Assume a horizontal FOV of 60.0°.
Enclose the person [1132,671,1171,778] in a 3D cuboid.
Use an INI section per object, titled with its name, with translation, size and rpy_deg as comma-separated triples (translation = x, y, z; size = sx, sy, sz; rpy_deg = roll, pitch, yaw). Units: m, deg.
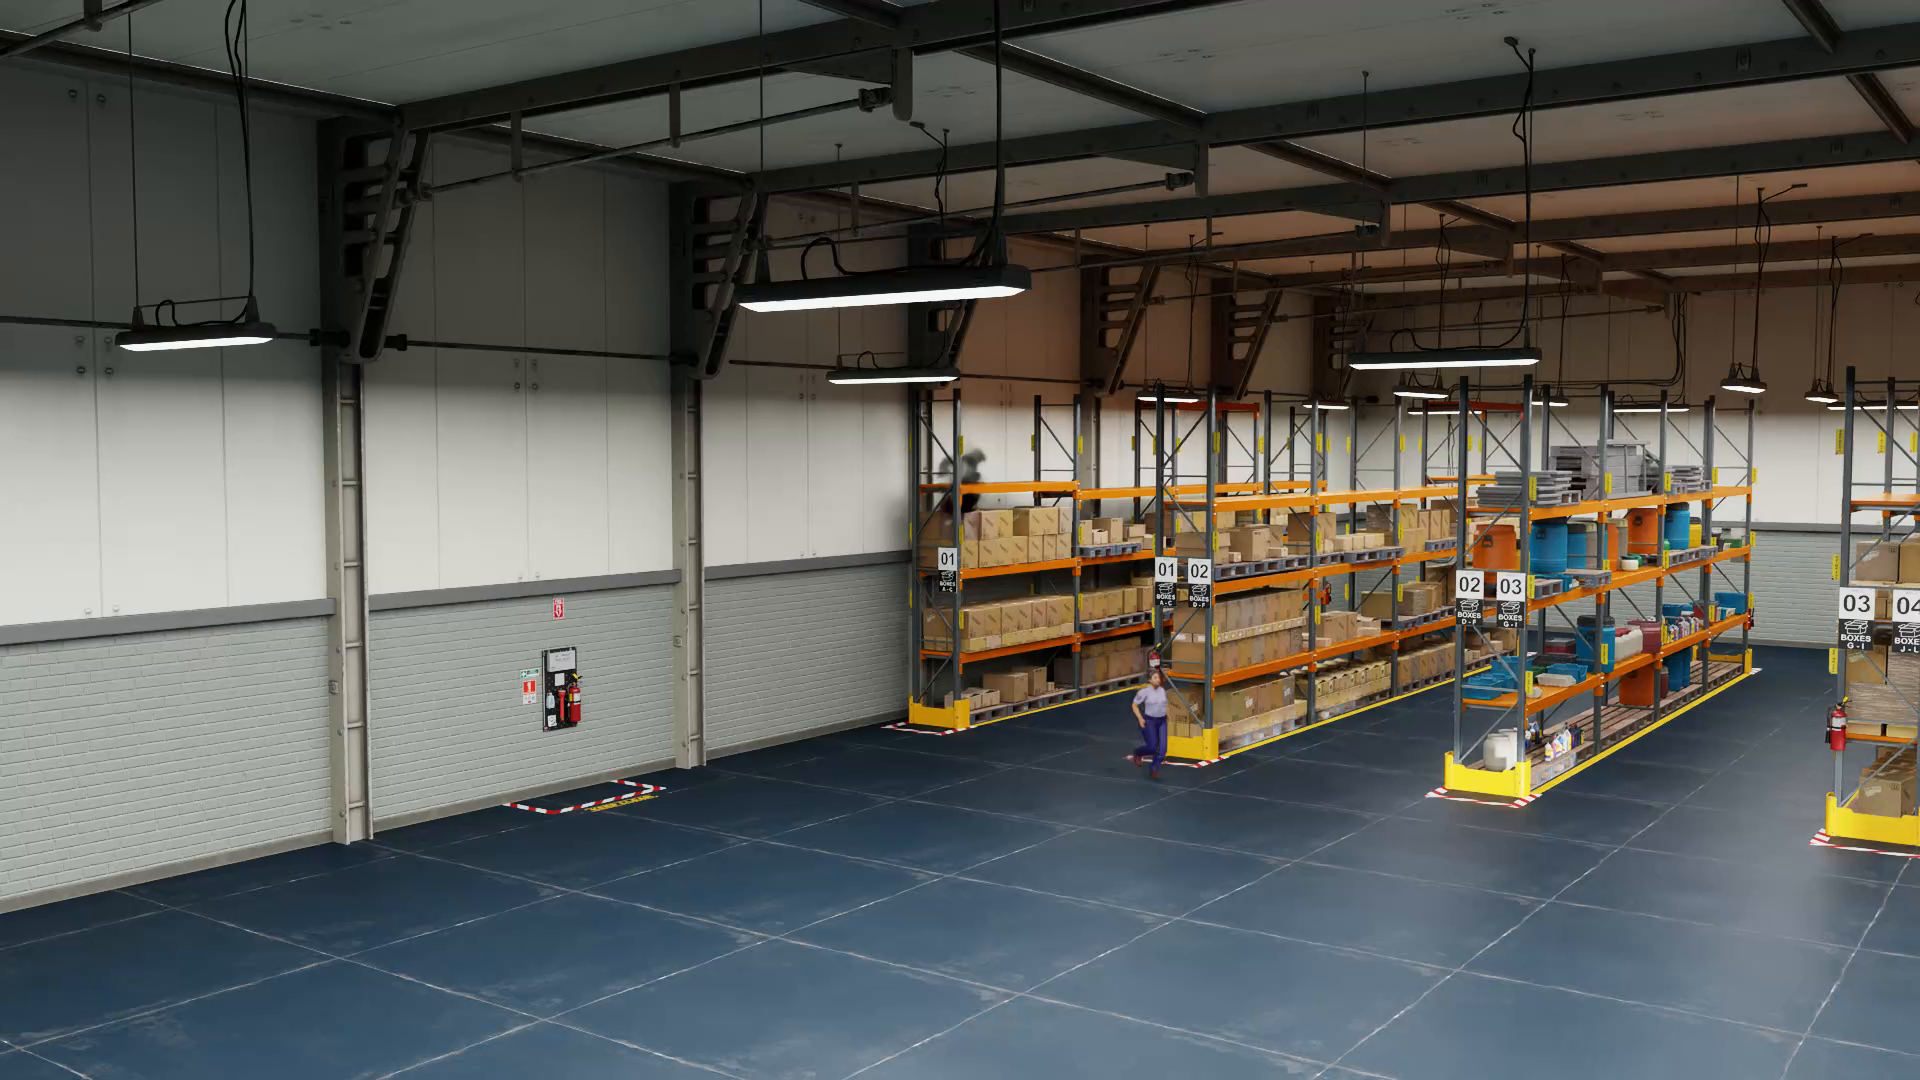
[person]
translation = 2.919, 2.787, 25.168
size = 0.622, 1.594, 0.561
rpy_deg = -2, 4, -27
